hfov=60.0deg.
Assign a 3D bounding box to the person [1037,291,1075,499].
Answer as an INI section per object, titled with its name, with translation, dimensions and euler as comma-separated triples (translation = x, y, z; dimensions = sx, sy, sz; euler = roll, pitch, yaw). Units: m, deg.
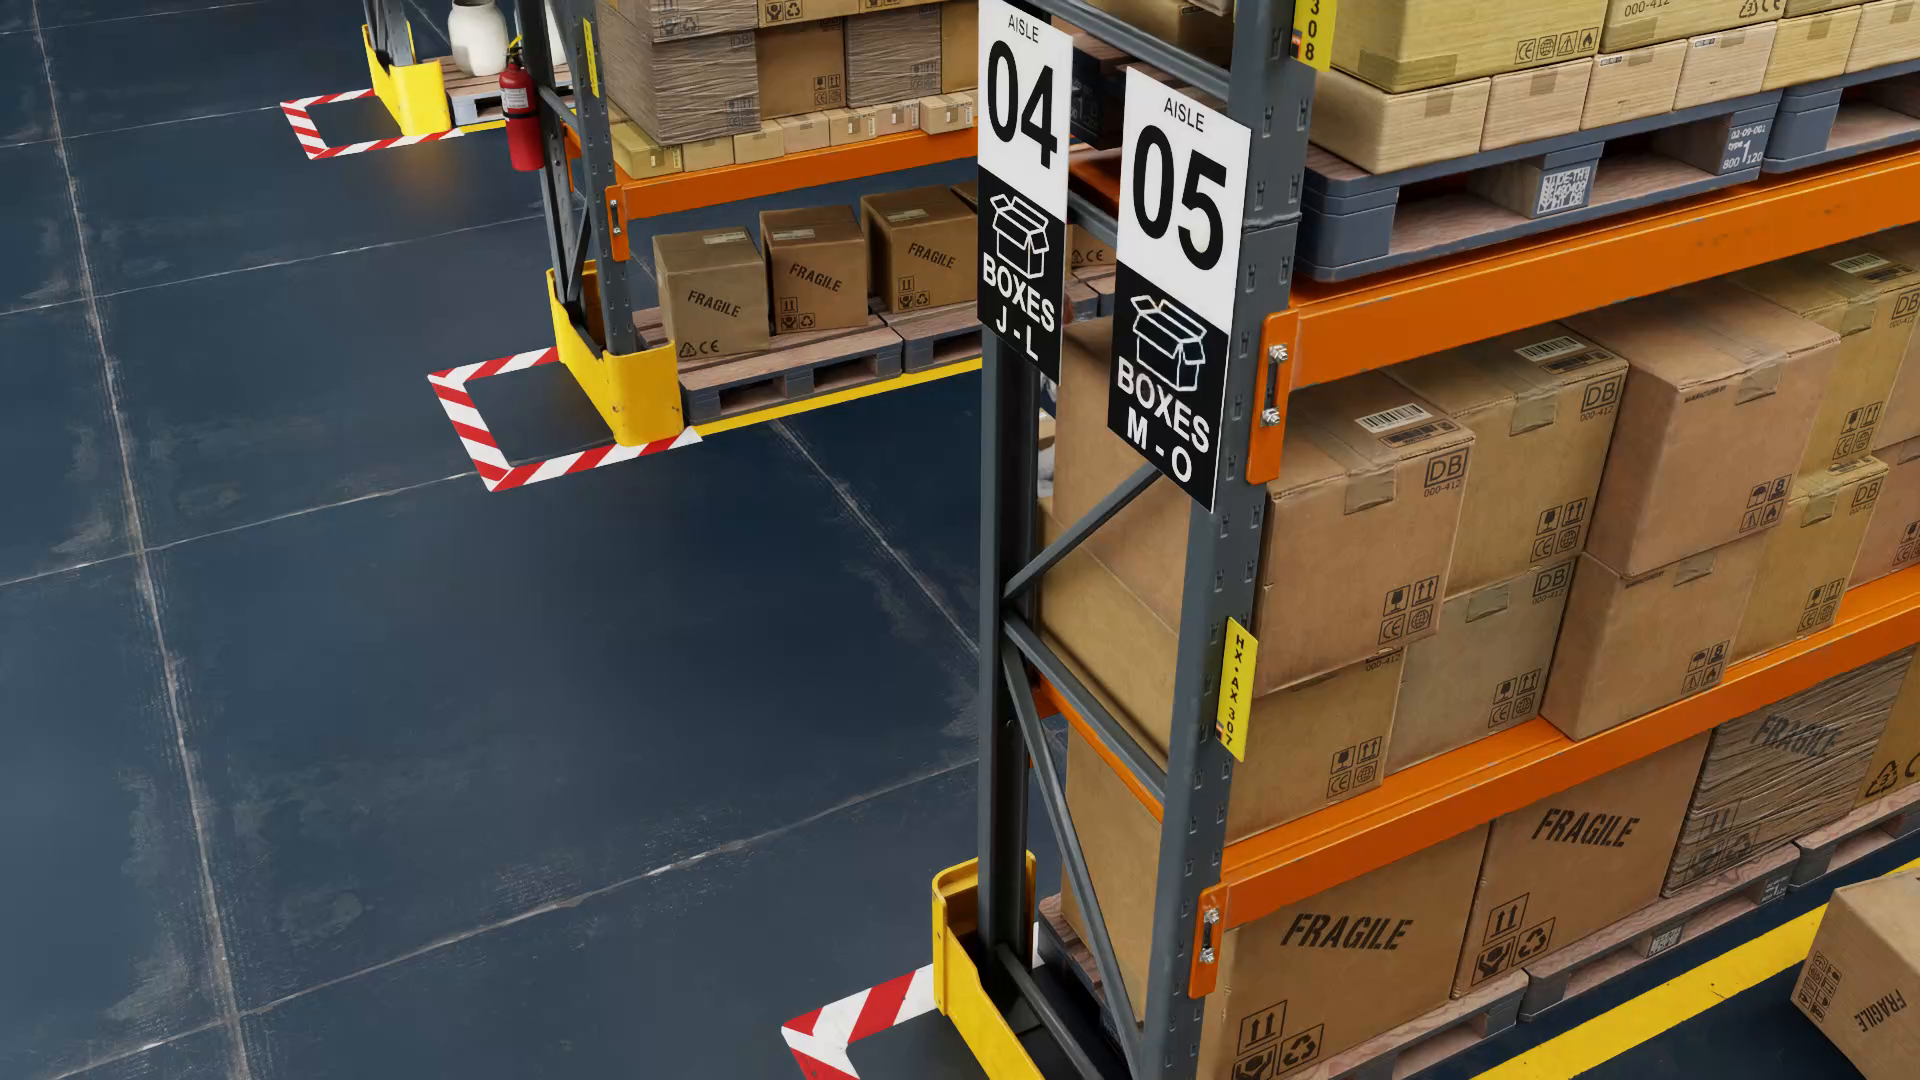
[person]
translation = 0.496, -0.441, 7.164
dimensions = 0.463, 1.217, 0.698
euler = -16, 37, -23
